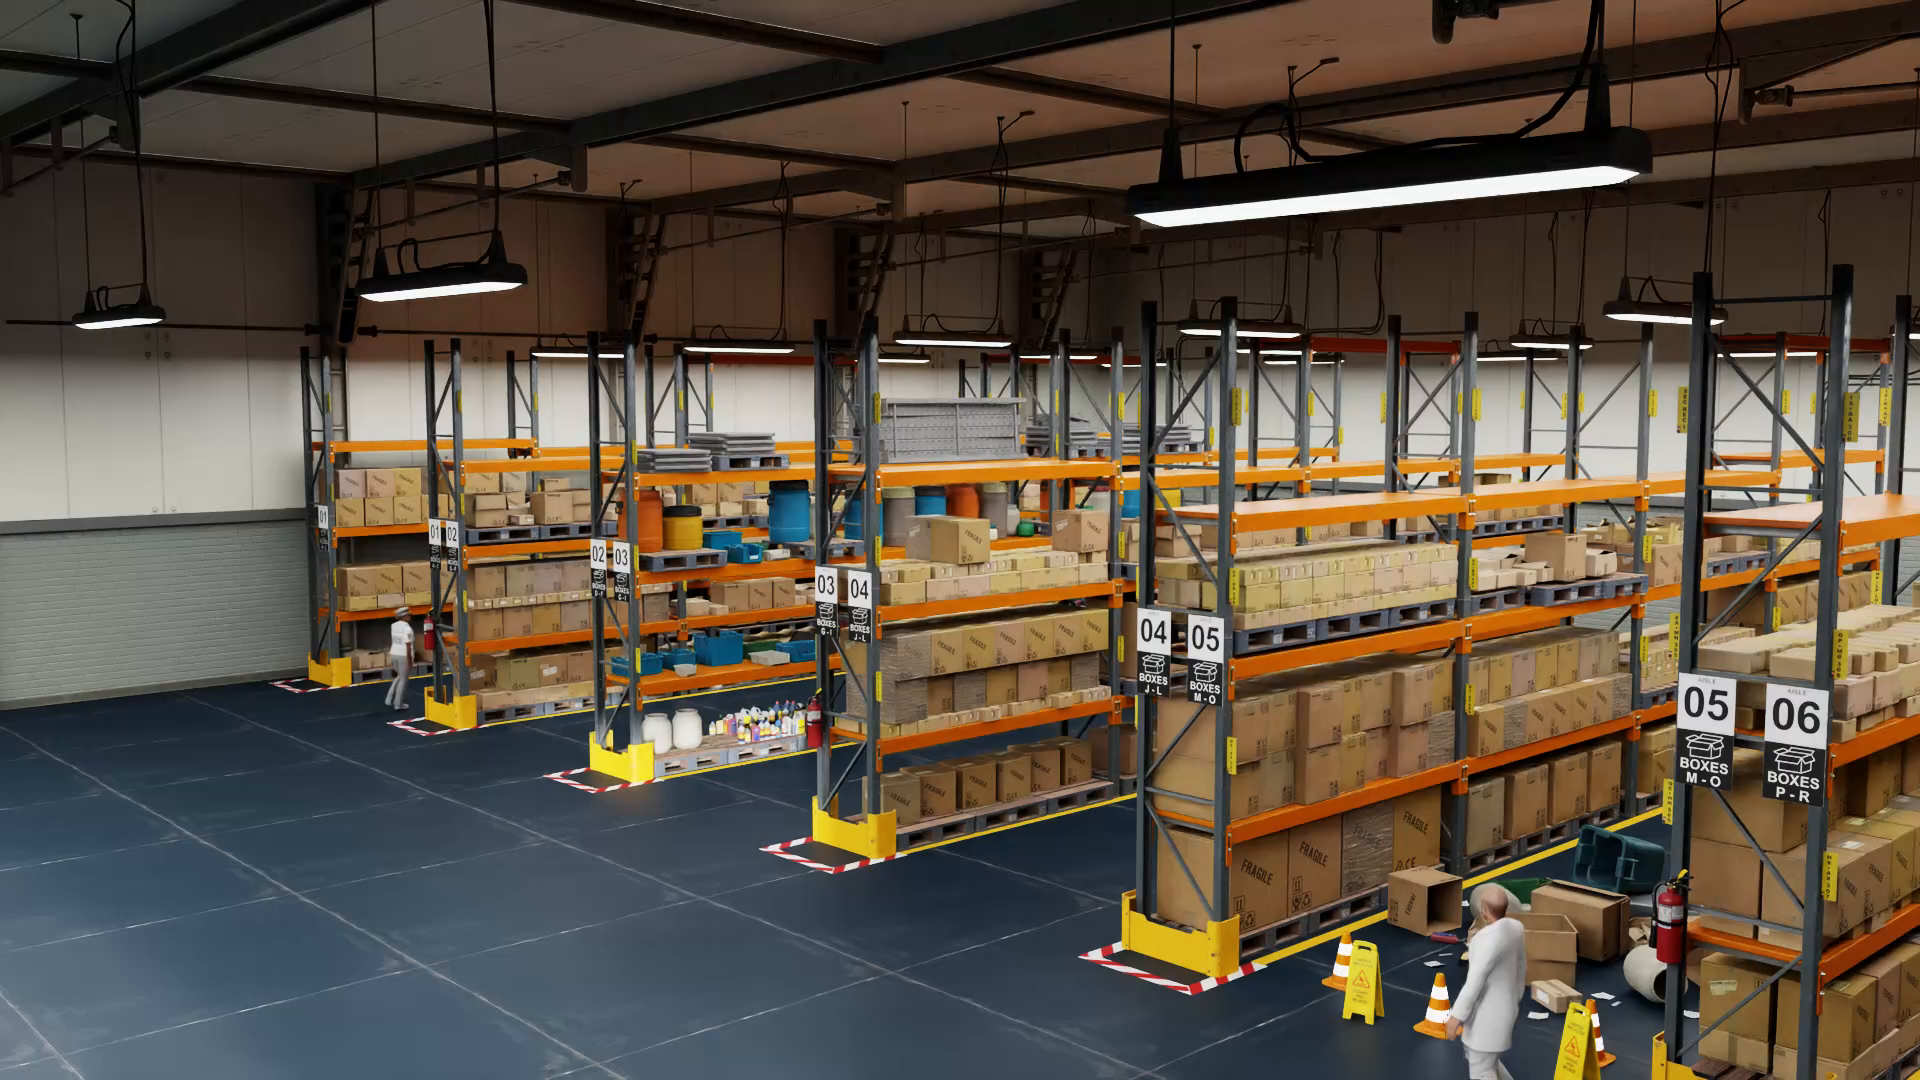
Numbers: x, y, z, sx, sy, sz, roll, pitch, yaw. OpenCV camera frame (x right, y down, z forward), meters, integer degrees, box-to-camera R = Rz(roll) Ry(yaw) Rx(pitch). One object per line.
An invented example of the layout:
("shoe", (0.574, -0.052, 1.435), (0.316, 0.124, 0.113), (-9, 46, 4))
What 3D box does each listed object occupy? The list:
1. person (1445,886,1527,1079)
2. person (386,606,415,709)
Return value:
("person", (3.697, 3.261, 11.483), (0.557, 1.779, 0.636), (3, 6, 34))
("person", (-9.142, 1.923, 27.204), (0.491, 1.676, 0.439), (3, 6, 31))
